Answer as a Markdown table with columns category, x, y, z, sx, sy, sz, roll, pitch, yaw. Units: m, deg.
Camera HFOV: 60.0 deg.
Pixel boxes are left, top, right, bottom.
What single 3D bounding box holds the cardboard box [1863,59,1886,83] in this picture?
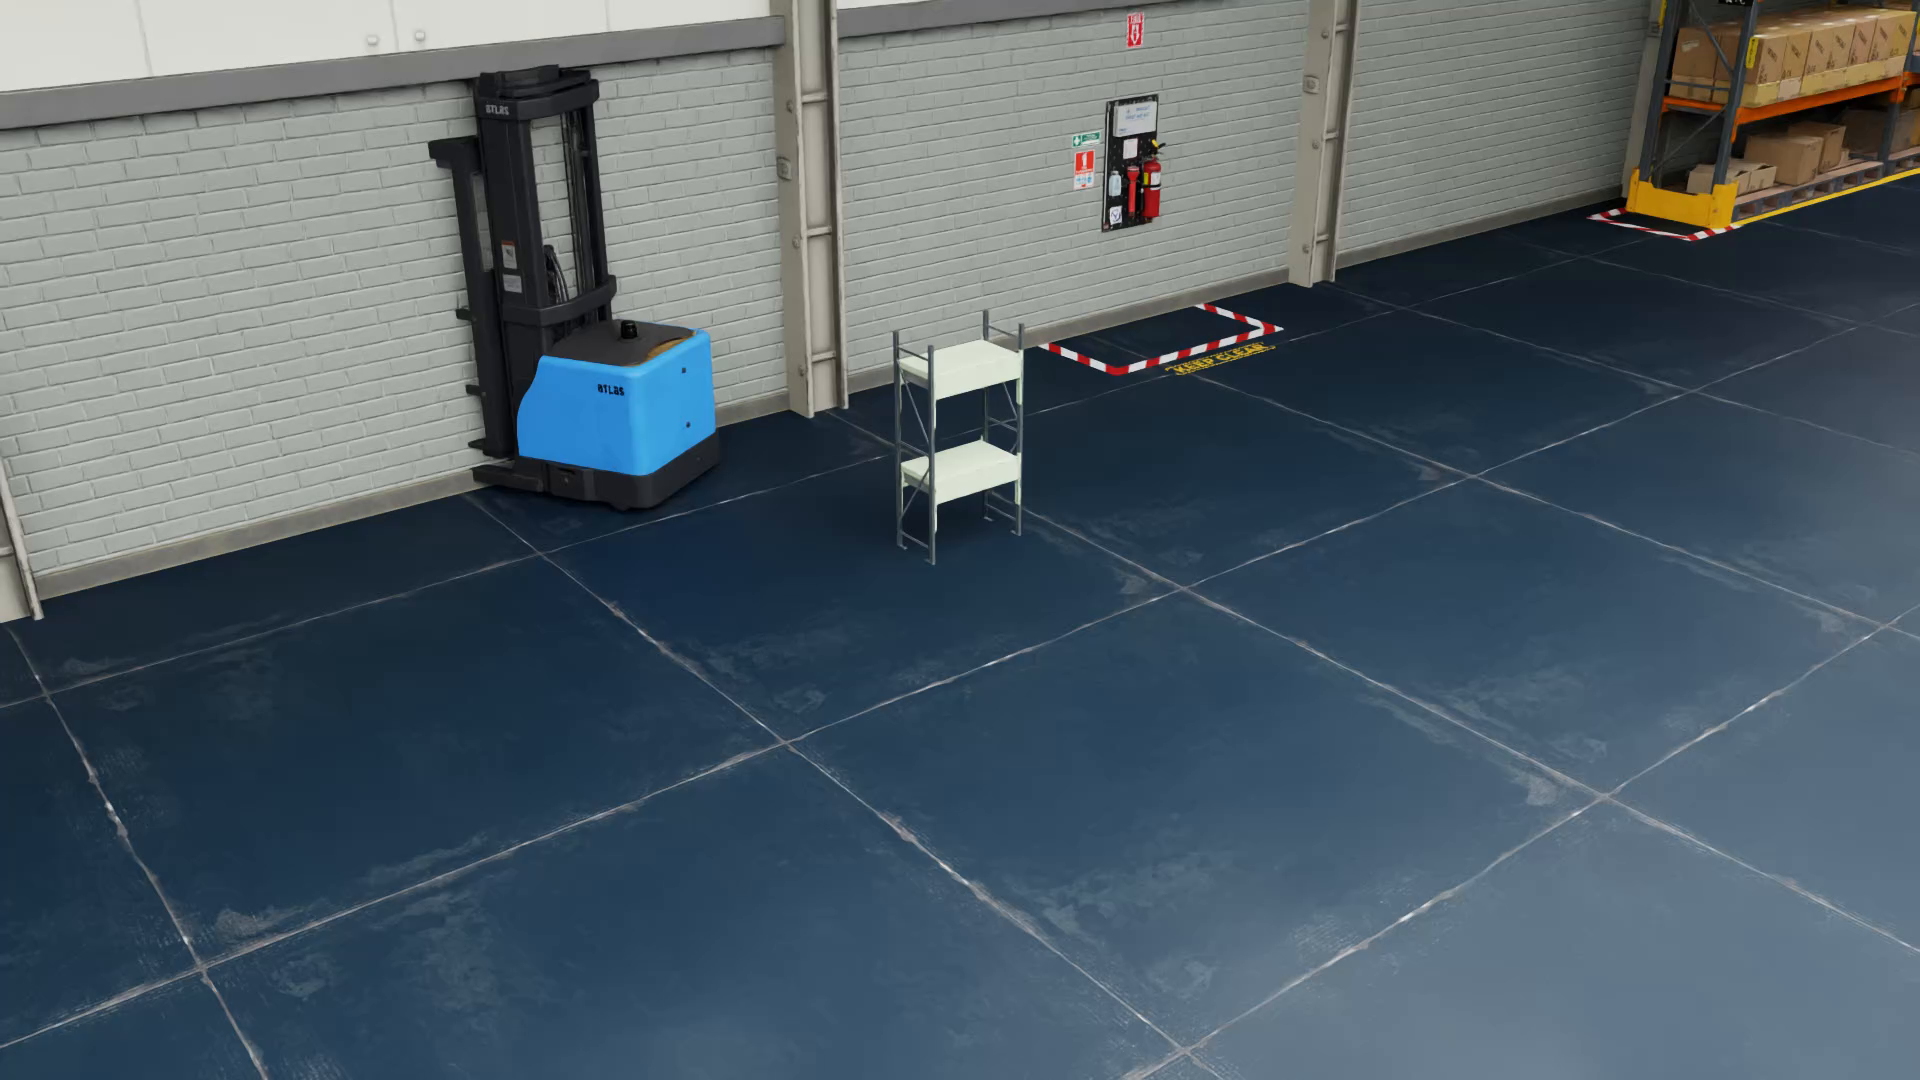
| category | x | y | z | sx | sy | sz | roll | pitch | yaw |
| --- | --- | --- | --- | --- | --- | --- | --- | --- | --- |
| cardboard box | 10.835 | -5.718 | 20.163 | 0.500 | 0.250 | 0.500 | -18 | 30 | -34 |

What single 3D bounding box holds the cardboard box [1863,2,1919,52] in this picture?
| category | x | y | z | sx | sy | sz | roll | pitch | yaw |
| --- | --- | --- | --- | --- | --- | --- | --- | --- | --- |
| cardboard box | 11.840 | -6.493 | 21.037 | 0.500 | 0.500 | 0.700 | -18 | 30 | -34 |

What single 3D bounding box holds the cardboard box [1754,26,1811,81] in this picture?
| category | x | y | z | sx | sy | sz | roll | pitch | yaw |
| --- | --- | --- | --- | --- | --- | --- | --- | --- | --- |
| cardboard box | 9.227 | -5.519 | 18.843 | 0.500 | 0.500 | 0.500 | -18 | 30 | -34 |

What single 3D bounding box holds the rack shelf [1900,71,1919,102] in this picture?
| category | x | y | z | sx | sy | sz | roll | pitch | yaw |
| --- | --- | --- | --- | --- | --- | --- | --- | --- | --- |
| rack shelf | 12.992 | -6.321 | 22.161 | 4.000 | 0.370 | 1.077 | -18 | 31 | -34 |

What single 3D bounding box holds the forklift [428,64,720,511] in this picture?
| category | x | y | z | sx | sy | sz | roll | pitch | yaw |
| --- | --- | --- | --- | --- | --- | --- | --- | --- | --- |
| forklift | -3.348 | -1.920 | 11.906 | 3.031 | 2.935 | 1.130 | 10 | 27 | 21 |

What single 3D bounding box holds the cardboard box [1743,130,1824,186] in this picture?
| category | x | y | z | sx | sy | sz | roll | pitch | yaw |
| --- | --- | --- | --- | --- | --- | --- | --- | --- | --- |
| cardboard box | 9.927 | -4.626 | 20.102 | 0.500 | 0.500 | 0.700 | -21 | 32 | -37 |

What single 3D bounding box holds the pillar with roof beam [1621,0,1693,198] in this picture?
| category | x | y | z | sx | sy | sz | roll | pitch | yaw |
| --- | --- | --- | --- | --- | --- | --- | --- | --- | --- |
| pillar with roof beam | 10.944 | -6.852 | 15.325 | 0.400 | 9.000 | 9.100 | -18 | 31 | -34 |

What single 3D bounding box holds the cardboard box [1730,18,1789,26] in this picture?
| category | x | y | z | sx | sy | sz | roll | pitch | yaw |
| --- | --- | --- | --- | --- | --- | --- | --- | --- | --- |
| cardboard box | 9.317 | -5.826 | 19.503 | 0.500 | 0.500 | 0.500 | -19 | 31 | -35 |

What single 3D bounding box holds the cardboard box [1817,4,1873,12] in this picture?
| category | x | y | z | sx | sy | sz | roll | pitch | yaw |
| --- | --- | --- | --- | --- | --- | --- | --- | --- | --- |
| cardboard box | 10.920 | -6.356 | 20.645 | 0.500 | 0.500 | 0.500 | -19 | 31 | -35 |

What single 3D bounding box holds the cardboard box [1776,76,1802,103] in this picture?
| category | x | y | z | sx | sy | sz | roll | pitch | yaw |
| --- | --- | --- | --- | --- | --- | --- | --- | --- | --- |
| cardboard box | 9.250 | -5.191 | 19.026 | 0.500 | 0.250 | 0.500 | -19 | 31 | -36 |

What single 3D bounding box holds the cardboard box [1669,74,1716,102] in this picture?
| category | x | y | z | sx | sy | sz | roll | pitch | yaw |
| --- | --- | --- | --- | --- | --- | --- | --- | --- | --- |
| cardboard box | 8.519 | -5.215 | 19.078 | 0.500 | 0.250 | 0.500 | -18 | 30 | -33 |

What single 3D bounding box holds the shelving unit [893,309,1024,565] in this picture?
| category | x | y | z | sx | sy | sz | roll | pitch | yaw |
| --- | --- | --- | --- | --- | --- | --- | --- | --- | --- |
| shelving unit | -0.005 | -0.679 | 10.931 | 0.755 | 1.500 | 0.431 | -18 | 31 | -34 |

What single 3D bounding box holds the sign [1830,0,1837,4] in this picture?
| category | x | y | z | sx | sy | sz | roll | pitch | yaw |
| --- | --- | --- | --- | --- | --- | --- | --- | --- | --- |
| sign | 11.073 | -6.836 | 21.040 | 0.005 | 0.325 | 0.100 | -18 | 31 | -34 |

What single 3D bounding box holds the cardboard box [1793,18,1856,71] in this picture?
| category | x | y | z | sx | sy | sz | roll | pitch | yaw |
| --- | --- | --- | --- | --- | --- | --- | --- | --- | --- |
| cardboard box | 10.036 | -5.789 | 19.425 | 0.500 | 0.500 | 0.500 | -17 | 30 | -32 |

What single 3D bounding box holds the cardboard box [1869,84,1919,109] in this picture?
| category | x | y | z | sx | sy | sz | roll | pitch | yaw |
| --- | --- | --- | --- | --- | --- | --- | --- | --- | --- |
| cardboard box | 12.332 | -5.846 | 21.838 | 0.500 | 0.250 | 0.500 | -19 | 31 | -35 |

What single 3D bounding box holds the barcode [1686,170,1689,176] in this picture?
| category | x | y | z | sx | sy | sz | roll | pitch | yaw |
| --- | --- | --- | --- | --- | --- | --- | --- | --- | --- |
| barcode | 8.638 | -4.360 | 19.741 | 0.075 | 0.075 | 0.001 | -18 | 31 | -34 |

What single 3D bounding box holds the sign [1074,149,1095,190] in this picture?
| category | x | y | z | sx | sy | sz | roll | pitch | yaw |
| --- | --- | --- | --- | --- | --- | --- | --- | --- | --- |
| sign | 1.099 | -3.276 | 14.703 | 0.234 | 0.329 | 0.001 | -18 | 31 | -34 |

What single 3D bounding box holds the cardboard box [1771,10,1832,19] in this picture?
| category | x | y | z | sx | sy | sz | roll | pitch | yaw |
| --- | --- | --- | --- | --- | --- | --- | --- | --- | --- |
| cardboard box | 10.115 | -6.095 | 20.084 | 0.500 | 0.500 | 0.500 | -17 | 30 | -33 |

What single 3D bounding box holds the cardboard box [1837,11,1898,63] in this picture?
| category | x | y | z | sx | sy | sz | roll | pitch | yaw |
| --- | --- | --- | --- | --- | --- | --- | --- | --- | --- |
| cardboard box | 10.848 | -6.052 | 19.991 | 0.500 | 0.500 | 0.500 | -18 | 31 | -34 |

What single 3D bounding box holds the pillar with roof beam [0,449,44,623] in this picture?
| category | x | y | z | sx | sy | sz | roll | pitch | yaw |
| --- | --- | --- | --- | --- | --- | --- | --- | --- | --- |
| pillar with roof beam | -3.220 | -2.176 | 5.250 | 0.400 | 9.000 | 9.100 | -18 | 31 | -34 |

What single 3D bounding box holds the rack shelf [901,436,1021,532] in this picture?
| category | x | y | z | sx | sy | sz | roll | pitch | yaw |
| --- | --- | --- | --- | --- | --- | --- | --- | --- | --- |
| rack shelf | -0.005 | -0.383 | 11.068 | 0.720 | 0.370 | 0.431 | -18 | 31 | -34 |

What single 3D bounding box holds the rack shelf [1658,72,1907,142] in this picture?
| category | x | y | z | sx | sy | sz | roll | pitch | yaw |
| --- | --- | --- | --- | --- | --- | --- | --- | --- | --- |
| rack shelf | 9.845 | -5.282 | 19.922 | 4.000 | 0.370 | 1.077 | -18 | 31 | -34 |

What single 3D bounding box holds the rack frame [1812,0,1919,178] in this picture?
| category | x | y | z | sx | sy | sz | roll | pitch | yaw |
| --- | --- | --- | --- | --- | --- | --- | --- | --- | --- |
| rack frame | 11.418 | -6.128 | 20.890 | 0.127 | 3.000 | 1.000 | -18 | 31 | -34 |

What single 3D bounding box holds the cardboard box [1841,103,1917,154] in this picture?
| category | x | y | z | sx | sy | sz | roll | pitch | yaw |
| --- | --- | --- | --- | --- | --- | --- | --- | --- | --- |
| cardboard box | 11.987 | -5.390 | 21.747 | 0.500 | 0.500 | 0.700 | -17 | 30 | -32 |

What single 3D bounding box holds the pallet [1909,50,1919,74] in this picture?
| category | x | y | z | sx | sy | sz | roll | pitch | yaw |
| --- | --- | --- | --- | --- | --- | --- | --- | --- | --- |
| pallet | 12.110 | -6.191 | 21.254 | 1.213 | 0.211 | 1.003 | -18 | 31 | -34 |

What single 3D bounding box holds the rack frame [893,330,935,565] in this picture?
| category | x | y | z | sx | sy | sz | roll | pitch | yaw |
| --- | --- | --- | --- | --- | --- | --- | --- | --- | --- |
| rack frame | -0.293 | -0.583 | 10.726 | 0.023 | 1.500 | 0.400 | -18 | 31 | -34 |

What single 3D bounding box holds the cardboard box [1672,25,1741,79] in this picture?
| category | x | y | z | sx | sy | sz | roll | pitch | yaw |
| --- | --- | --- | --- | --- | --- | --- | --- | --- | --- |
| cardboard box | 8.510 | -5.563 | 18.936 | 0.500 | 0.500 | 0.500 | -19 | 31 | -35 |

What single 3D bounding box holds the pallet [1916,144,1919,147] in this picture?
| category | x | y | z | sx | sy | sz | roll | pitch | yaw |
| --- | --- | --- | --- | --- | --- | --- | --- | --- | --- |
| pallet | 12.991 | -5.384 | 22.600 | 1.213 | 0.211 | 1.003 | -18 | 31 | -34 |

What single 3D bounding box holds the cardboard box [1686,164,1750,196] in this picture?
| category | x | y | z | sx | sy | sz | roll | pitch | yaw |
| --- | --- | --- | --- | --- | --- | --- | --- | --- | --- |
| cardboard box | 8.871 | -4.218 | 19.448 | 0.500 | 0.311 | 0.500 | -23 | 33 | -40 |

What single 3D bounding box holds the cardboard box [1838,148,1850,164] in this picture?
| category | x | y | z | sx | sy | sz | roll | pitch | yaw |
| --- | --- | --- | --- | --- | --- | --- | --- | --- | --- |
| cardboard box | 11.016 | -4.893 | 21.073 | 0.380 | 0.166 | 0.250 | 22 | 33 | 39 |

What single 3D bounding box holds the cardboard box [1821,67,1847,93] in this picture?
| category | x | y | z | sx | sy | sz | roll | pitch | yaw |
| --- | --- | --- | --- | --- | --- | --- | --- | --- | --- |
| cardboard box | 10.054 | -5.452 | 19.588 | 0.500 | 0.250 | 0.500 | -18 | 30 | -34 |

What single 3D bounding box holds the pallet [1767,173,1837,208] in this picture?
| category | x | y | z | sx | sy | sz | roll | pitch | yaw |
| --- | --- | --- | --- | --- | --- | --- | --- | --- | --- |
| pallet | 9.951 | -4.358 | 20.389 | 1.213 | 0.211 | 1.003 | -18 | 31 | -34 |

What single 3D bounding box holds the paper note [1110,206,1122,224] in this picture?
| category | x | y | z | sx | sy | sz | roll | pitch | yaw |
| --- | --- | --- | --- | --- | --- | --- | --- | --- | --- |
| paper note | 1.416 | -2.946 | 15.082 | 0.142 | 0.148 | 0.016 | -18 | 31 | -34 |

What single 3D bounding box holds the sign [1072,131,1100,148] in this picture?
| category | x | y | z | sx | sy | sz | roll | pitch | yaw |
| --- | --- | --- | --- | --- | --- | --- | --- | --- | --- |
| sign | 1.108 | -3.514 | 14.587 | 0.331 | 0.109 | 0.001 | -18 | 31 | -34 |

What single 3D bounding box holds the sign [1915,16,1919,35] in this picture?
| category | x | y | z | sx | sy | sz | roll | pitch | yaw |
| --- | --- | --- | --- | --- | --- | --- | --- | --- | --- |
| sign | 11.759 | -6.343 | 20.325 | 0.005 | 0.325 | 0.100 | -18 | 31 | -34 |
